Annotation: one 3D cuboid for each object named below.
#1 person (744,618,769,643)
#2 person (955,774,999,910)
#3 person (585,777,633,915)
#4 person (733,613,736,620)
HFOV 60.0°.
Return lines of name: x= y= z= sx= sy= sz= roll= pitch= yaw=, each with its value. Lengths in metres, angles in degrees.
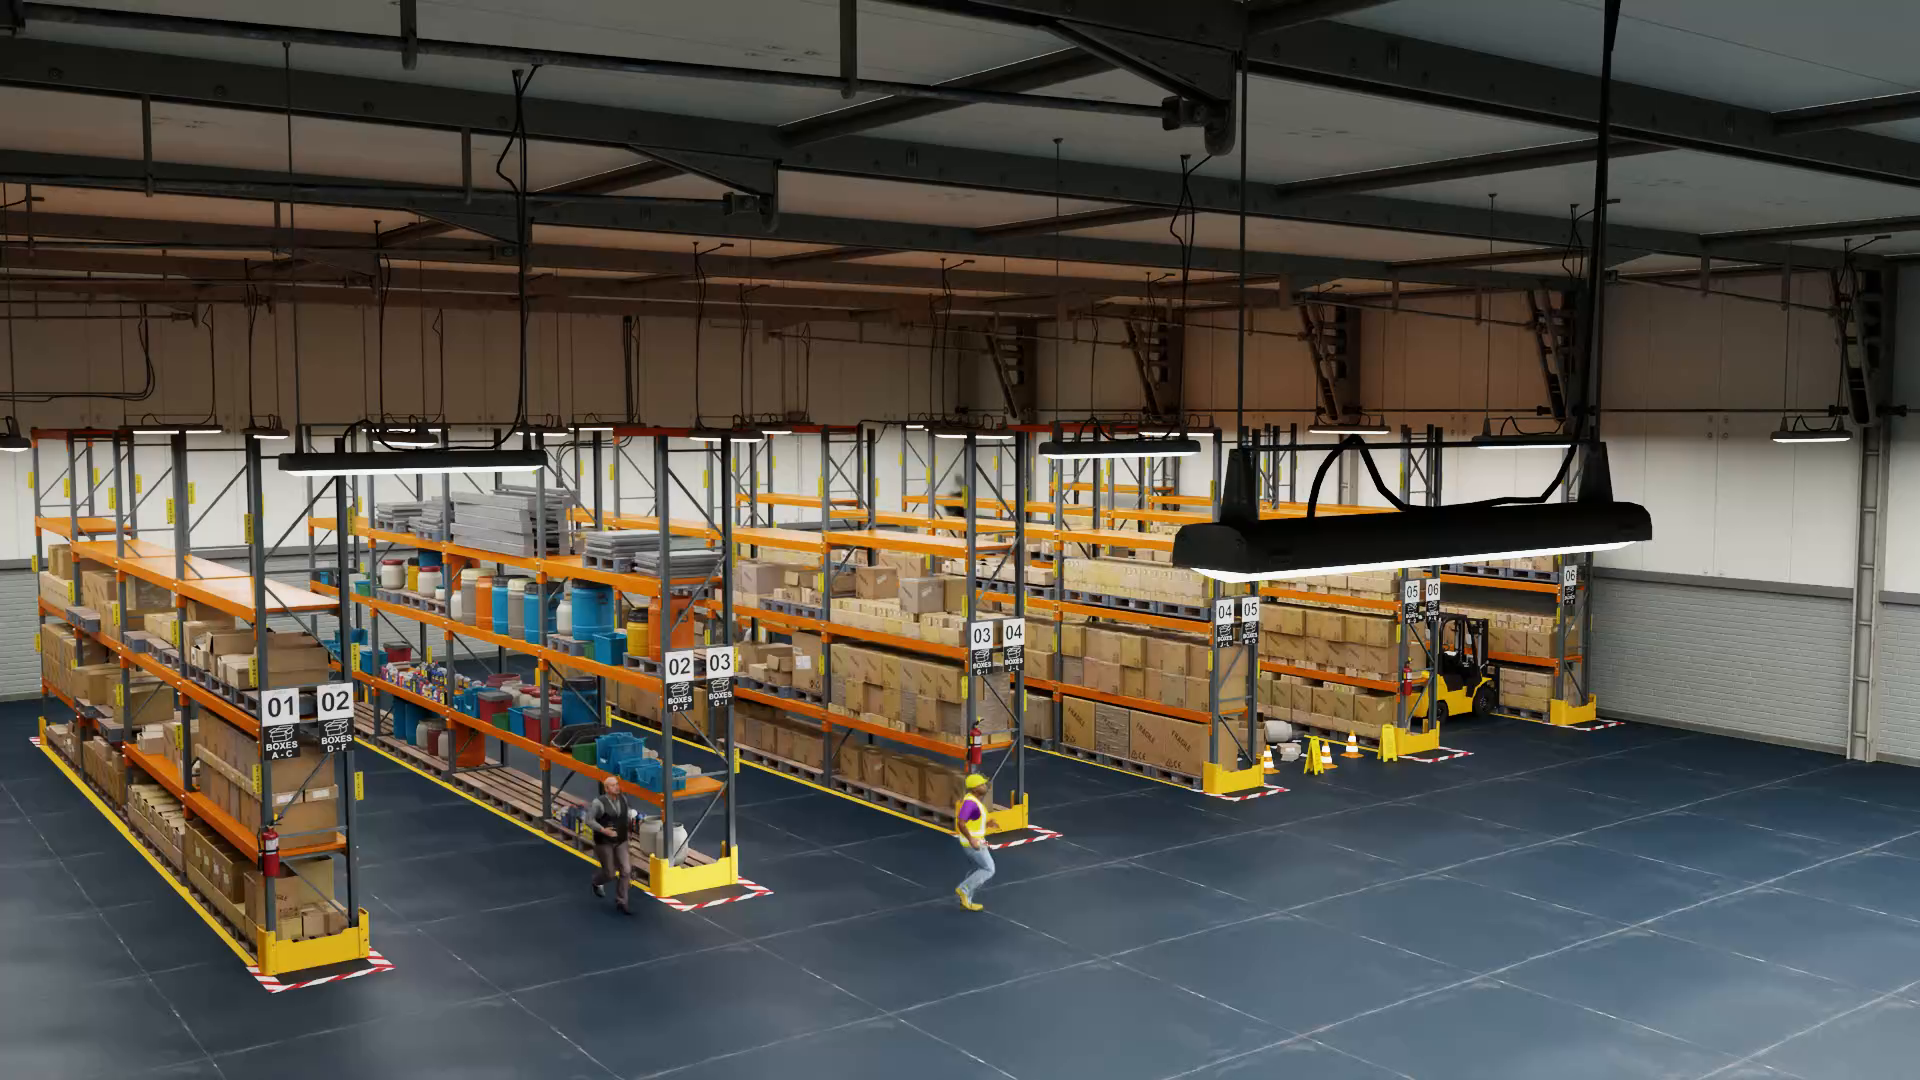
person: x=-4.511 y=2.550 z=37.172 sx=0.677 sy=1.742 sz=0.673 roll=-3 pitch=5 yaw=-34
person: x=0.220 y=3.813 z=21.039 sx=0.594 sy=1.729 sz=0.681 roll=0 pitch=4 yaw=-5
person: x=-4.425 y=3.840 z=21.047 sx=0.699 sy=1.721 sz=0.814 roll=-4 pitch=6 yaw=-42
person: x=-5.711 y=2.232 z=41.619 sx=0.537 sy=1.700 sz=0.706 roll=-4 pitch=6 yaw=-43
